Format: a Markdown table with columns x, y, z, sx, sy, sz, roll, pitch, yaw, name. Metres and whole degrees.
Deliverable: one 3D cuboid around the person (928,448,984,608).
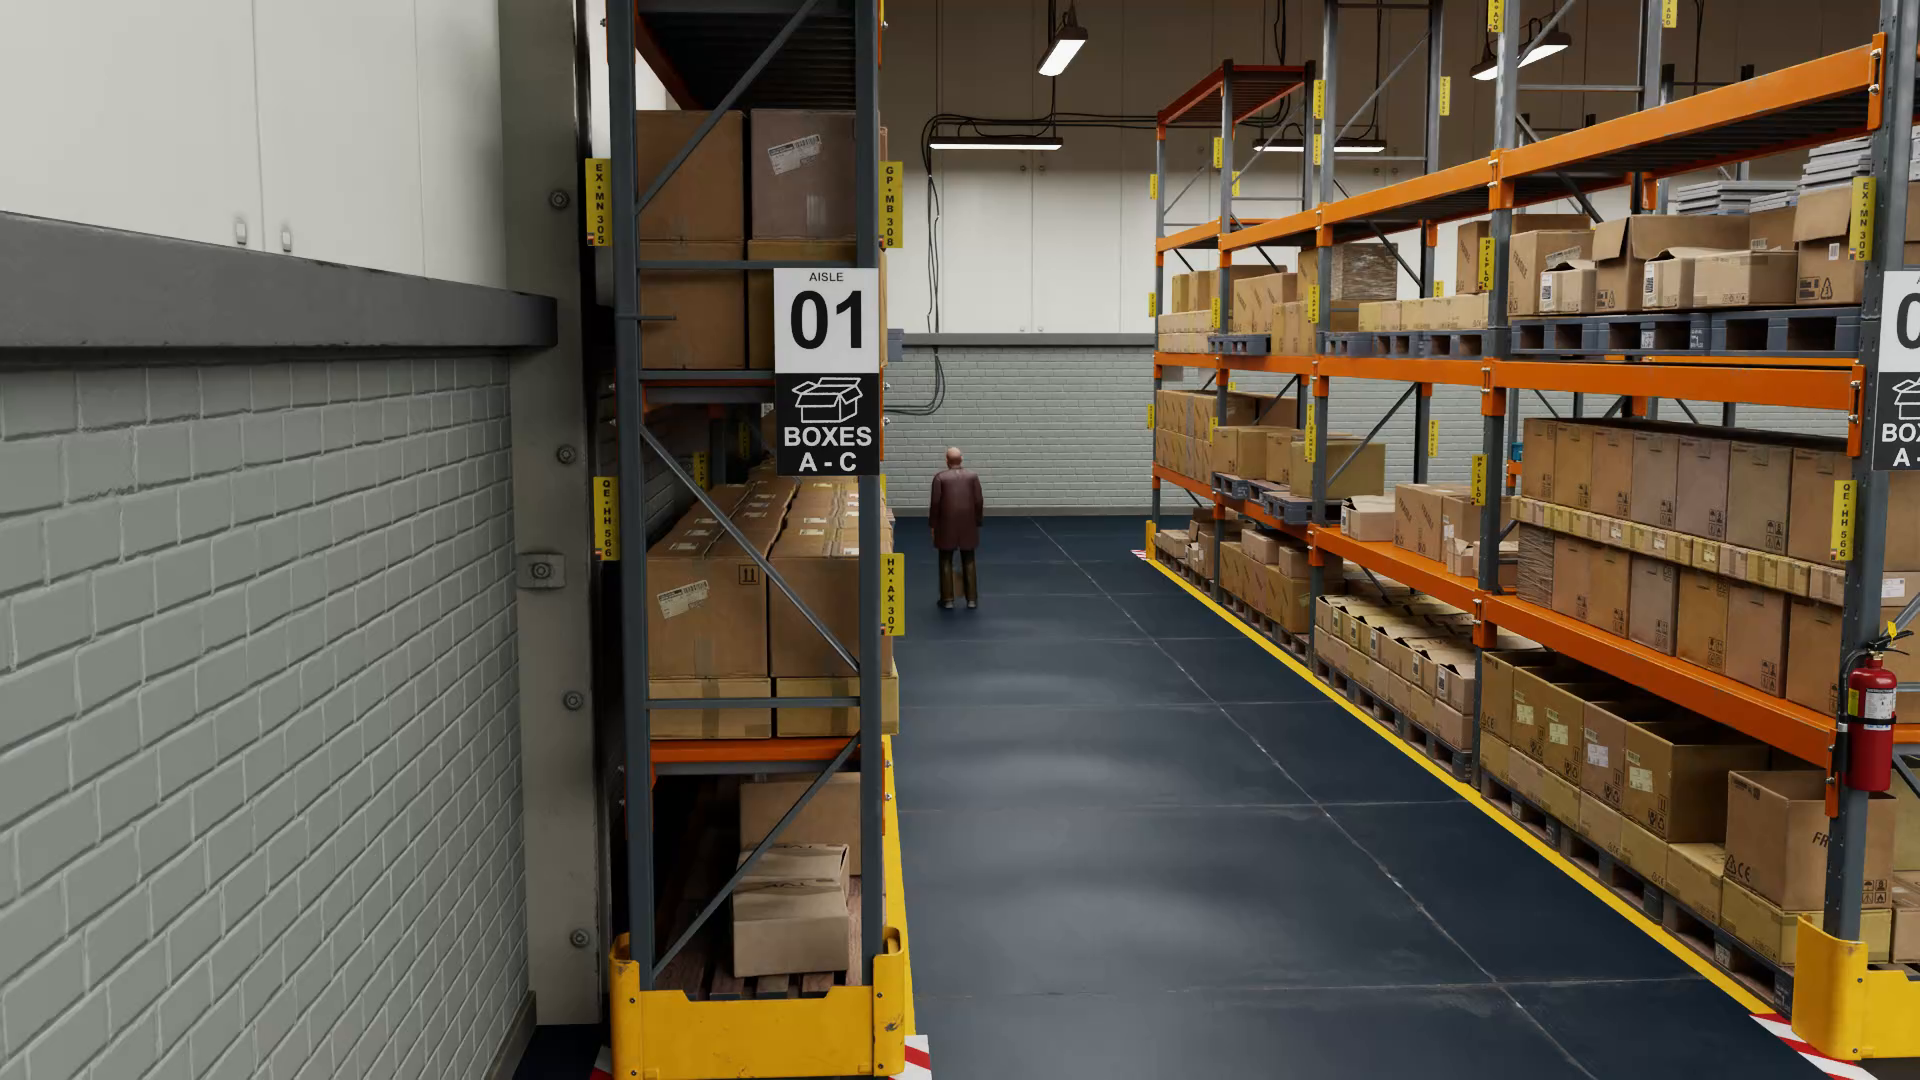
| x | y | z | sx | sy | sz | roll | pitch | yaw | name |
| --- | --- | --- | --- | --- | --- | --- | --- | --- | --- |
| -0.045 | -0.137 | 18.465 | 0.612 | 1.775 | 0.426 | -1 | 7 | -11 | person |
